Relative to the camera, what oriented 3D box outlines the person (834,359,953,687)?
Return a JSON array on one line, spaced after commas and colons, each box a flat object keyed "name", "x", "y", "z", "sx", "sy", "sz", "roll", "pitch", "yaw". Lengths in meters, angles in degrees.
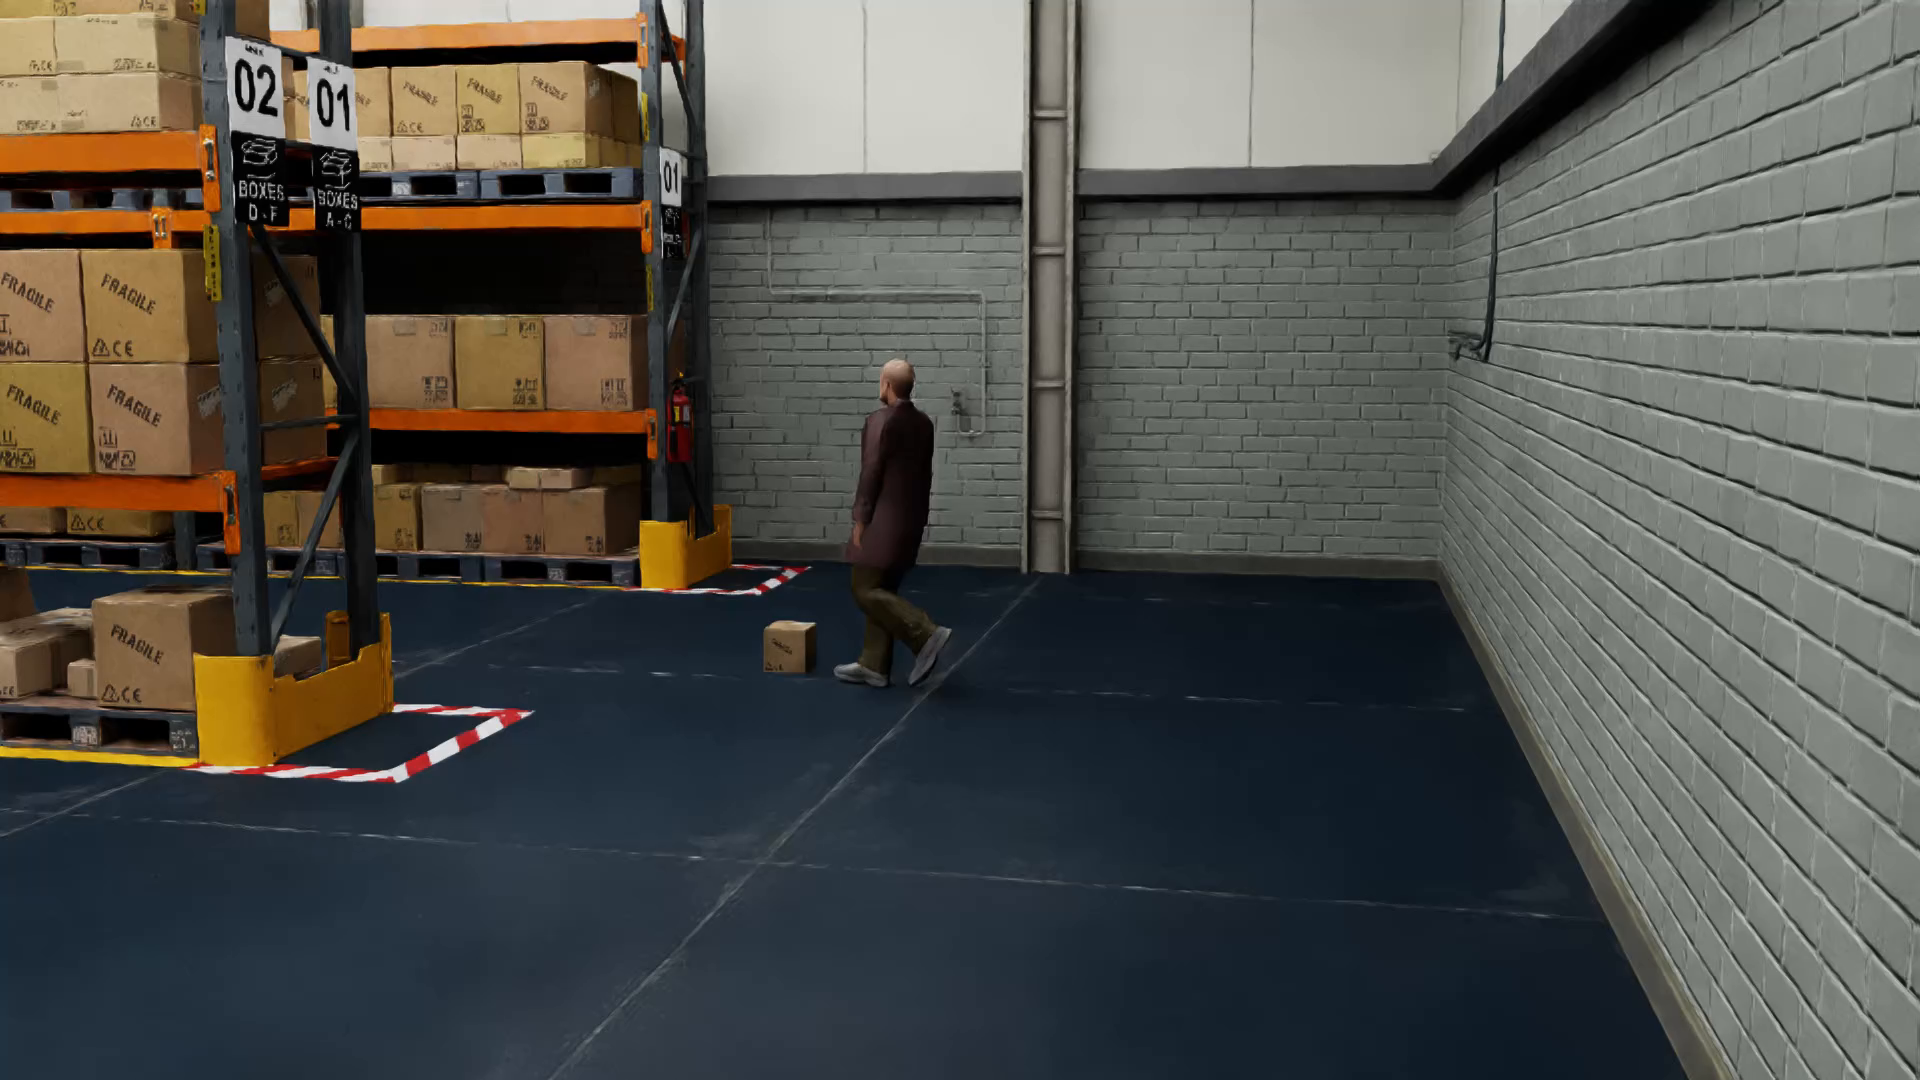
[{"name": "person", "x": -0.327, "y": -0.085, "z": 8.970, "sx": 0.792, "sy": 1.769, "sz": 0.611, "roll": 4, "pitch": 9, "yaw": 29}]
